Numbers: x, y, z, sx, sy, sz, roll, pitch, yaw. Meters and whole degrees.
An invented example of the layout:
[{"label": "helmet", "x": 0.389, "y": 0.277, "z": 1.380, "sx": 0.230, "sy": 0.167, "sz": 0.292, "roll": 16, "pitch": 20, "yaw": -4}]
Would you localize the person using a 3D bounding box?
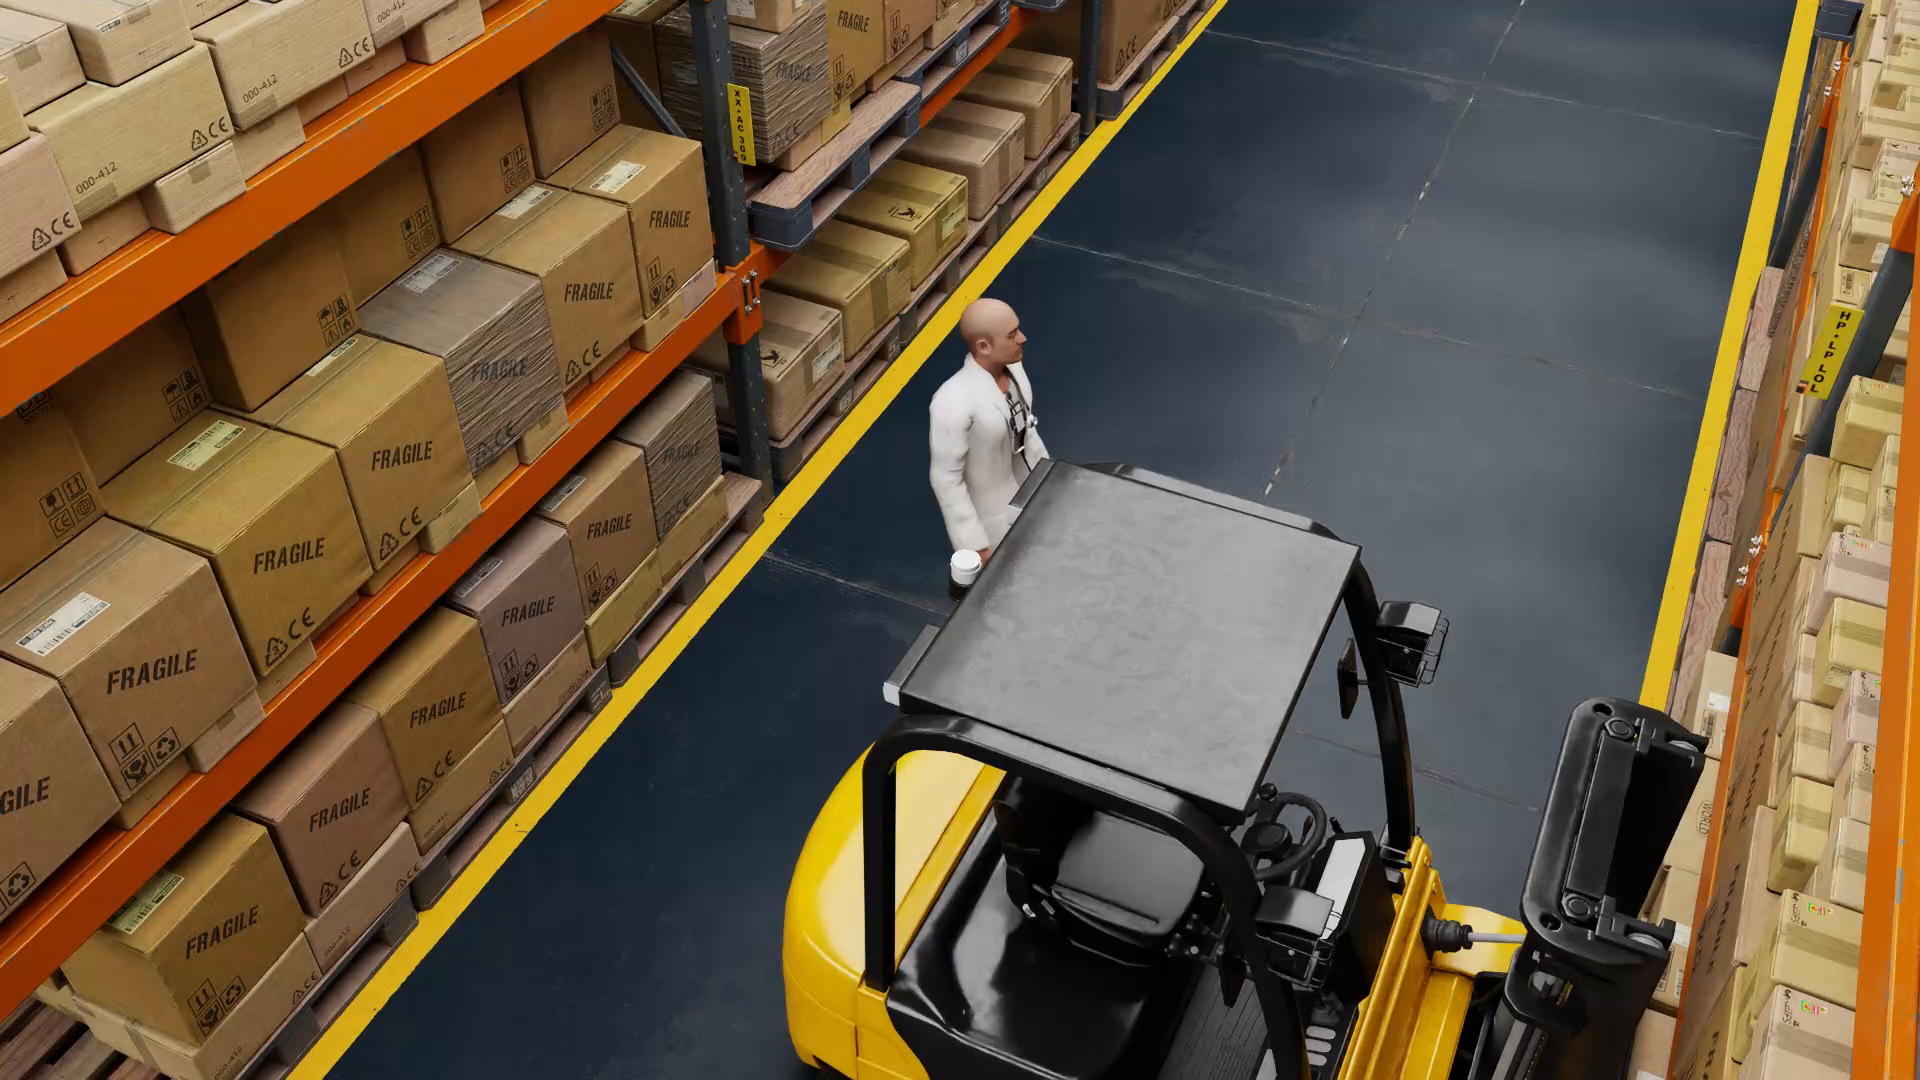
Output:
[{"label": "person", "x": 0.227, "y": -0.086, "z": 6.254, "sx": 0.579, "sy": 1.778, "sz": 0.698, "roll": 17, "pitch": 44, "yaw": 19}]
